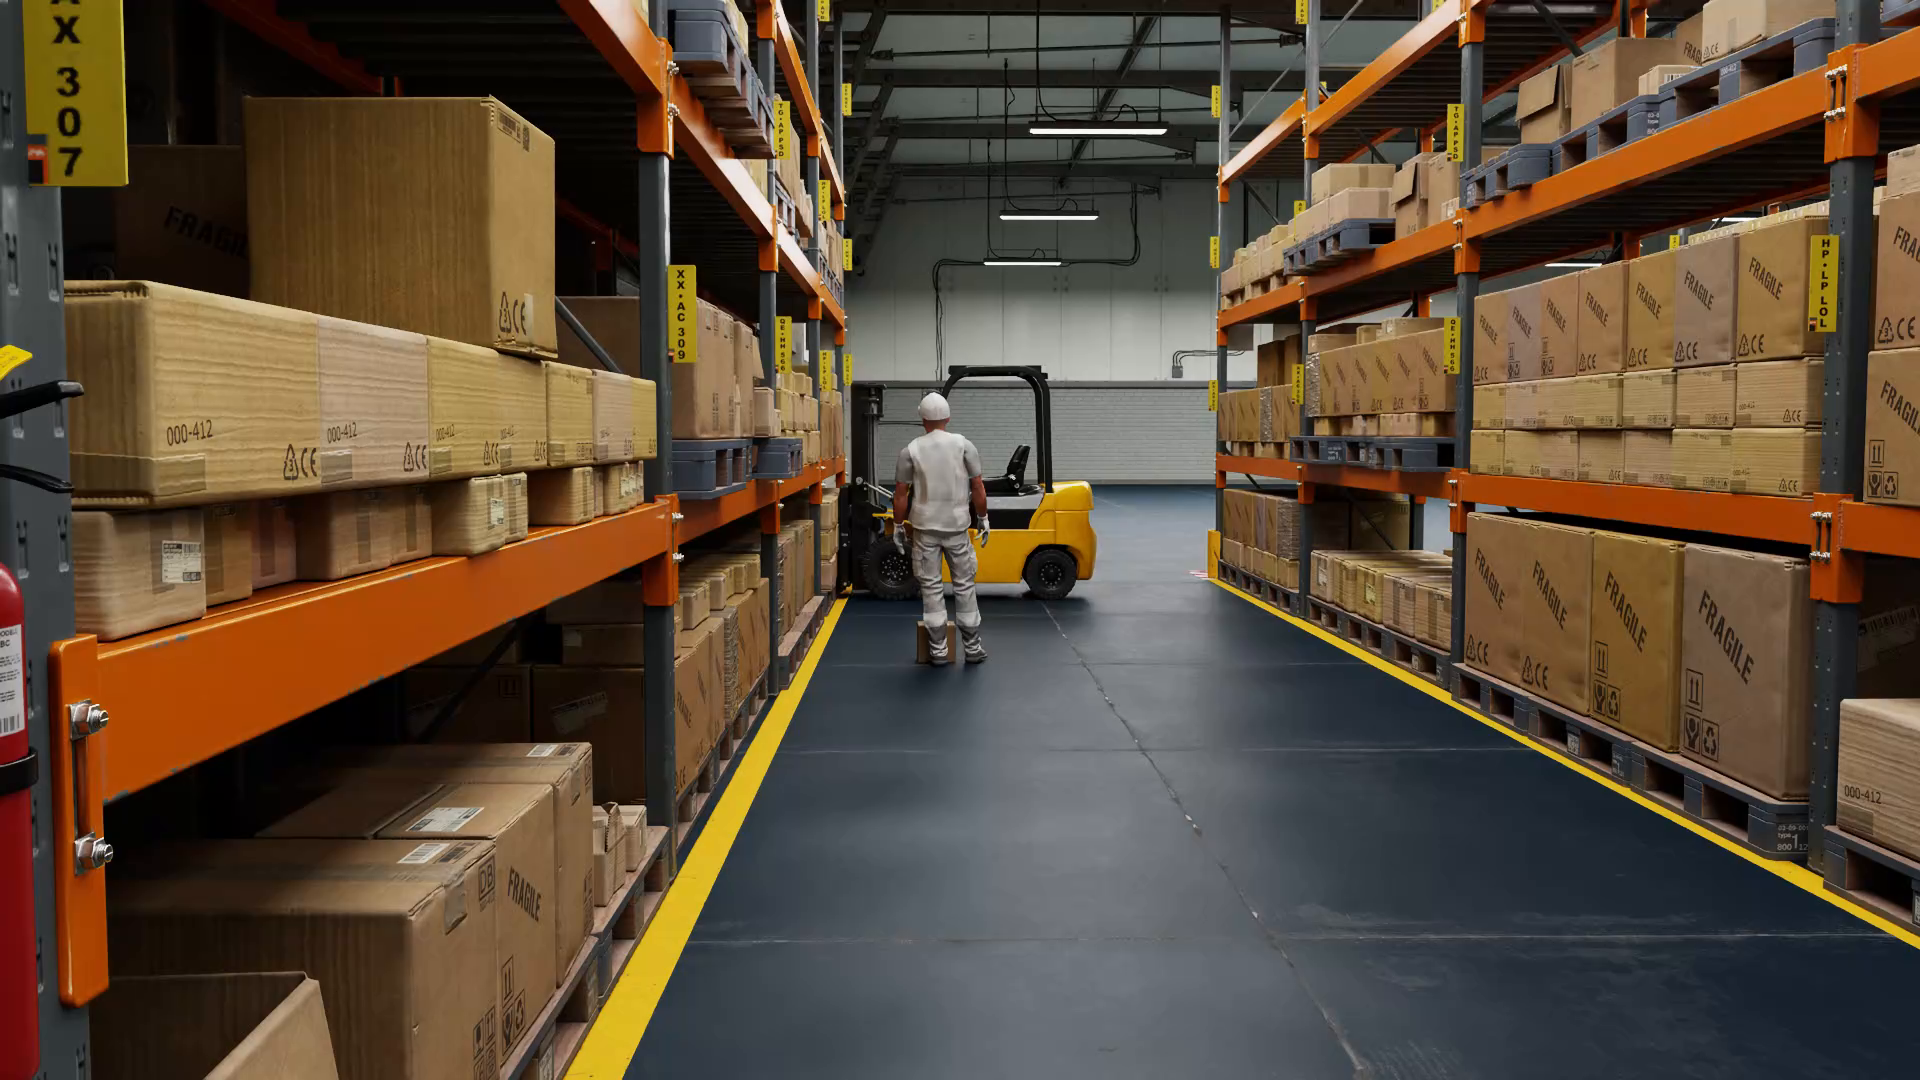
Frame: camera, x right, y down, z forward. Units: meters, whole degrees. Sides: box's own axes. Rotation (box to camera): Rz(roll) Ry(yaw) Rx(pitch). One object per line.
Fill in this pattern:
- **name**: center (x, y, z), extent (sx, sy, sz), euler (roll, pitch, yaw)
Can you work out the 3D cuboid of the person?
- **person**: center (-0.123, -0.075, 11.007), extent (0.638, 1.787, 0.562), euler (0, 4, -1)
